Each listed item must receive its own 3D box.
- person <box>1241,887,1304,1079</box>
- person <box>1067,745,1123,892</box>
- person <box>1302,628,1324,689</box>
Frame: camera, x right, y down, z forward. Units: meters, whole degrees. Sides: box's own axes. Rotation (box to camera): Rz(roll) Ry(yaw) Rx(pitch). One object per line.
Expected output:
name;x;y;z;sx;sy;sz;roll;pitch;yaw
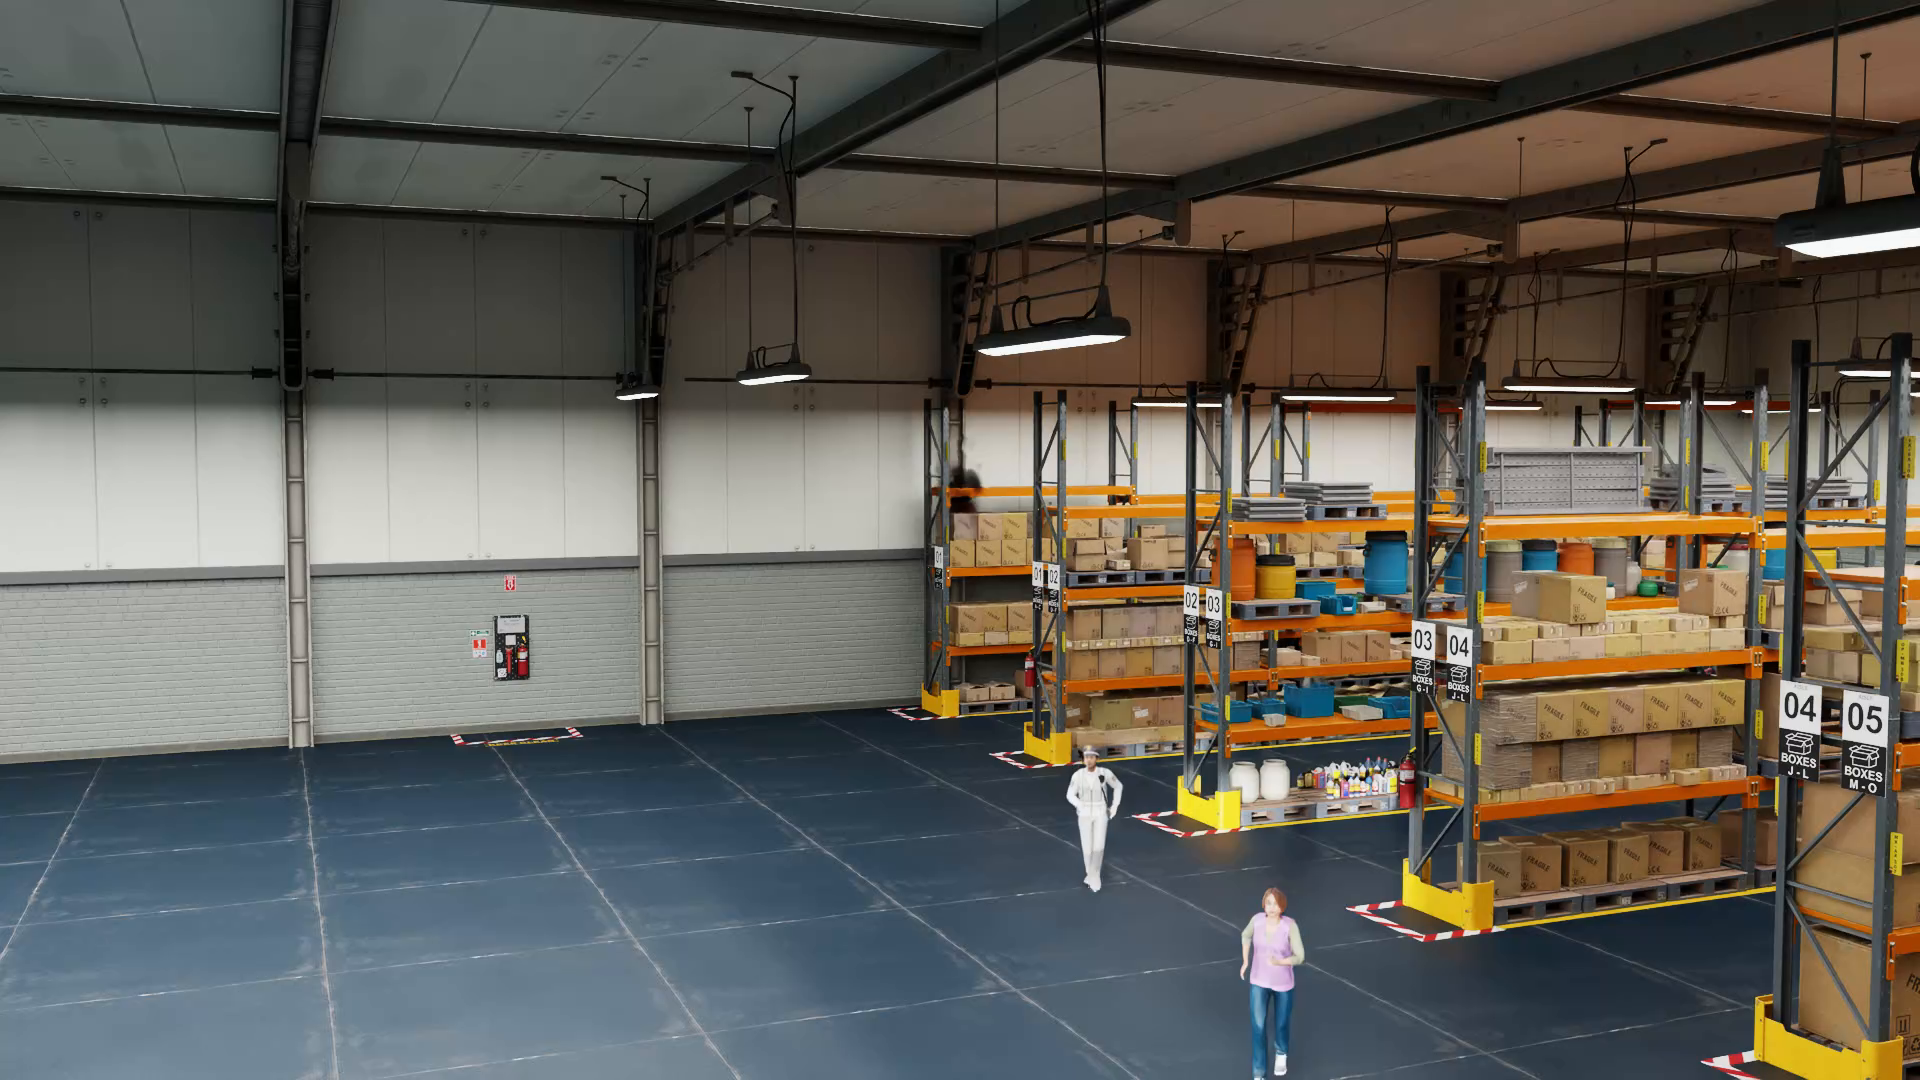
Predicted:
person;2.487;3.567;13.263;0.517;1.632;0.754;1;3;15
person;1.538;3.200;19.194;0.619;1.685;0.634;1;3;13
person;6.815;2.477;31.743;0.802;1.635;0.575;-2;4;-33
